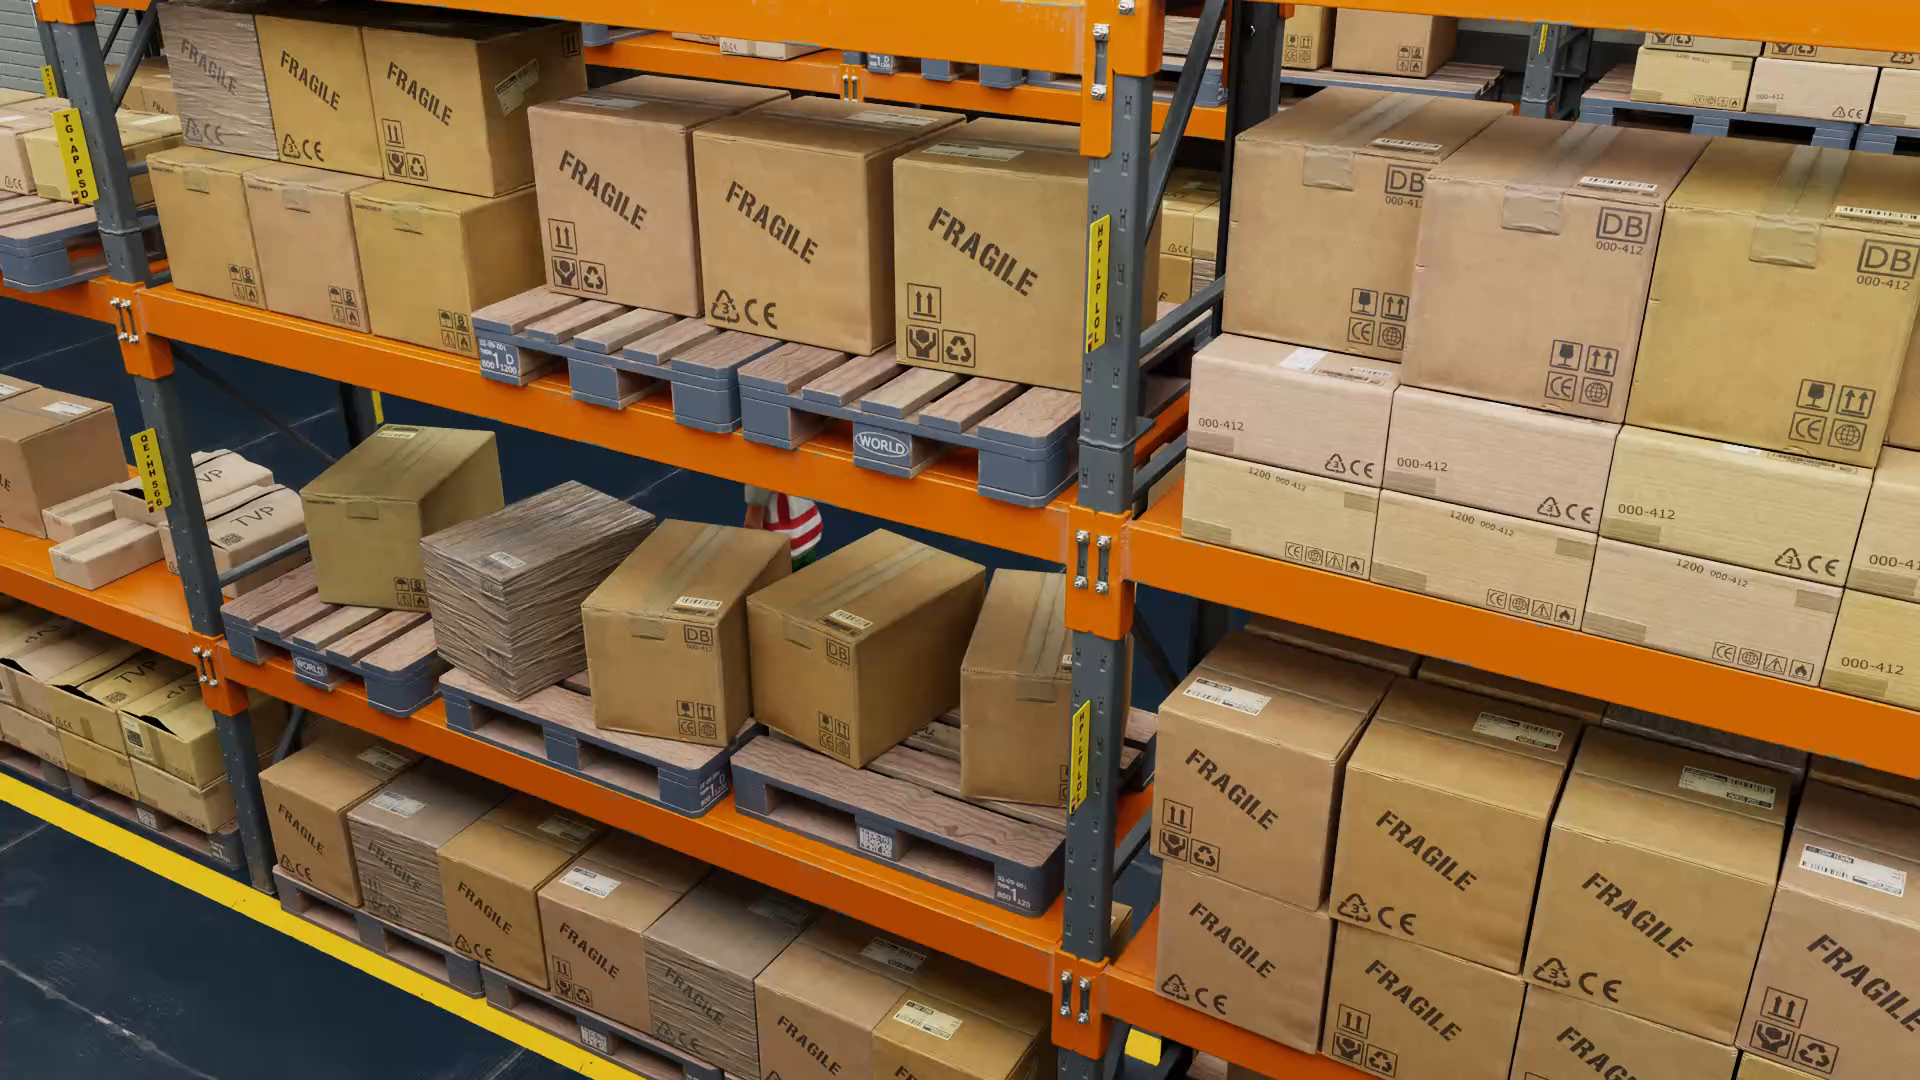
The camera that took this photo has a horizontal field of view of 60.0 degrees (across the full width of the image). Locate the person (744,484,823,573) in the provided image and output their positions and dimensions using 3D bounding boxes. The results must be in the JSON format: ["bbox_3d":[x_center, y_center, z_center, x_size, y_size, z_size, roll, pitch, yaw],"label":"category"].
[{"bbox_3d":[-0.937,0.027,8.557,0.388,1.767,0.533,15,30,27],"label":"person"}]
